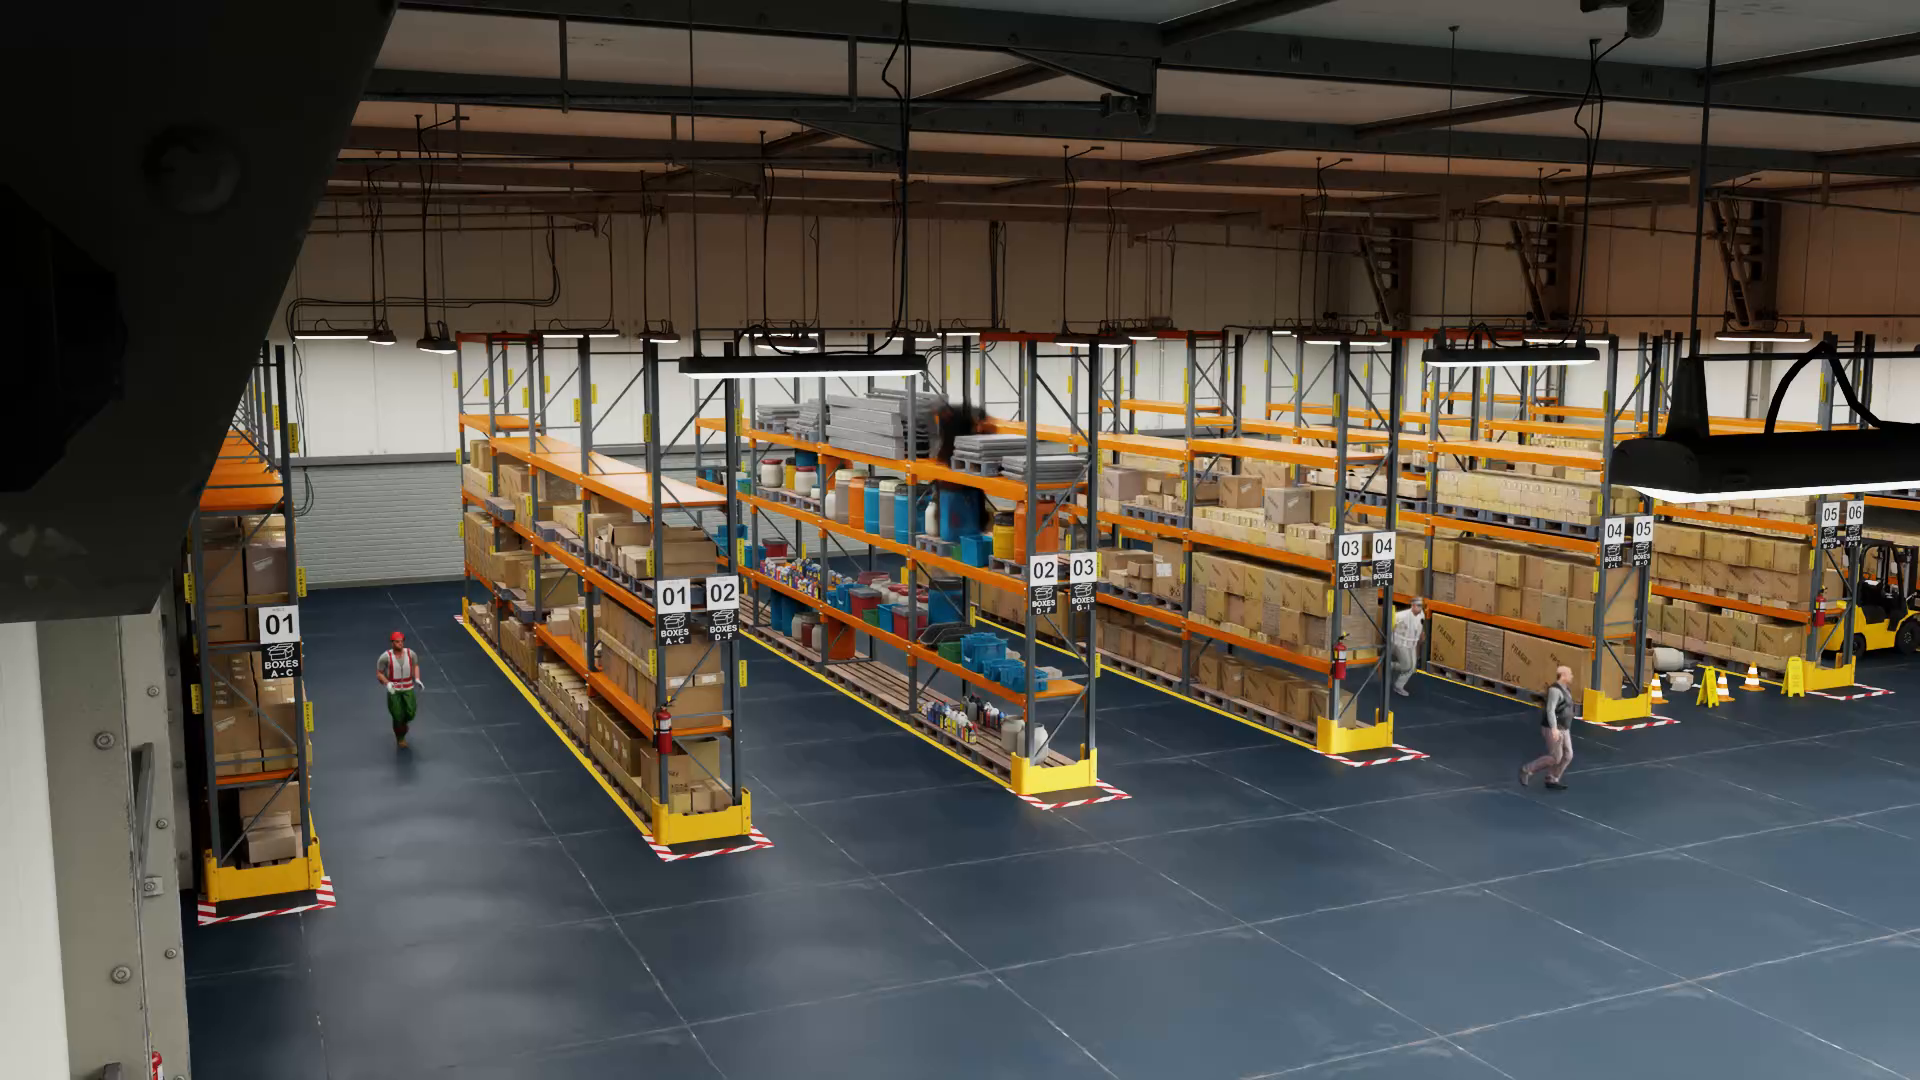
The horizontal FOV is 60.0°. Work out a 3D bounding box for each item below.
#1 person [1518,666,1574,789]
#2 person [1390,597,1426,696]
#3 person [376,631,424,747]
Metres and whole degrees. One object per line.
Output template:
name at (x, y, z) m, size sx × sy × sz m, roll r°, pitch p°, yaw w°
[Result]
person at (7.865, 2.511, 22.239) m, size 0.582 × 1.657 × 0.802 m, roll 6°, pitch 10°, yaw 37°
person at (7.475, 1.758, 27.897) m, size 0.640 × 1.707 × 0.761 m, roll -6°, pitch 10°, yaw -37°
person at (-8.239, 2.189, 24.471) m, size 0.659 × 1.727 × 0.643 m, roll -5°, pitch 9°, yaw -32°
